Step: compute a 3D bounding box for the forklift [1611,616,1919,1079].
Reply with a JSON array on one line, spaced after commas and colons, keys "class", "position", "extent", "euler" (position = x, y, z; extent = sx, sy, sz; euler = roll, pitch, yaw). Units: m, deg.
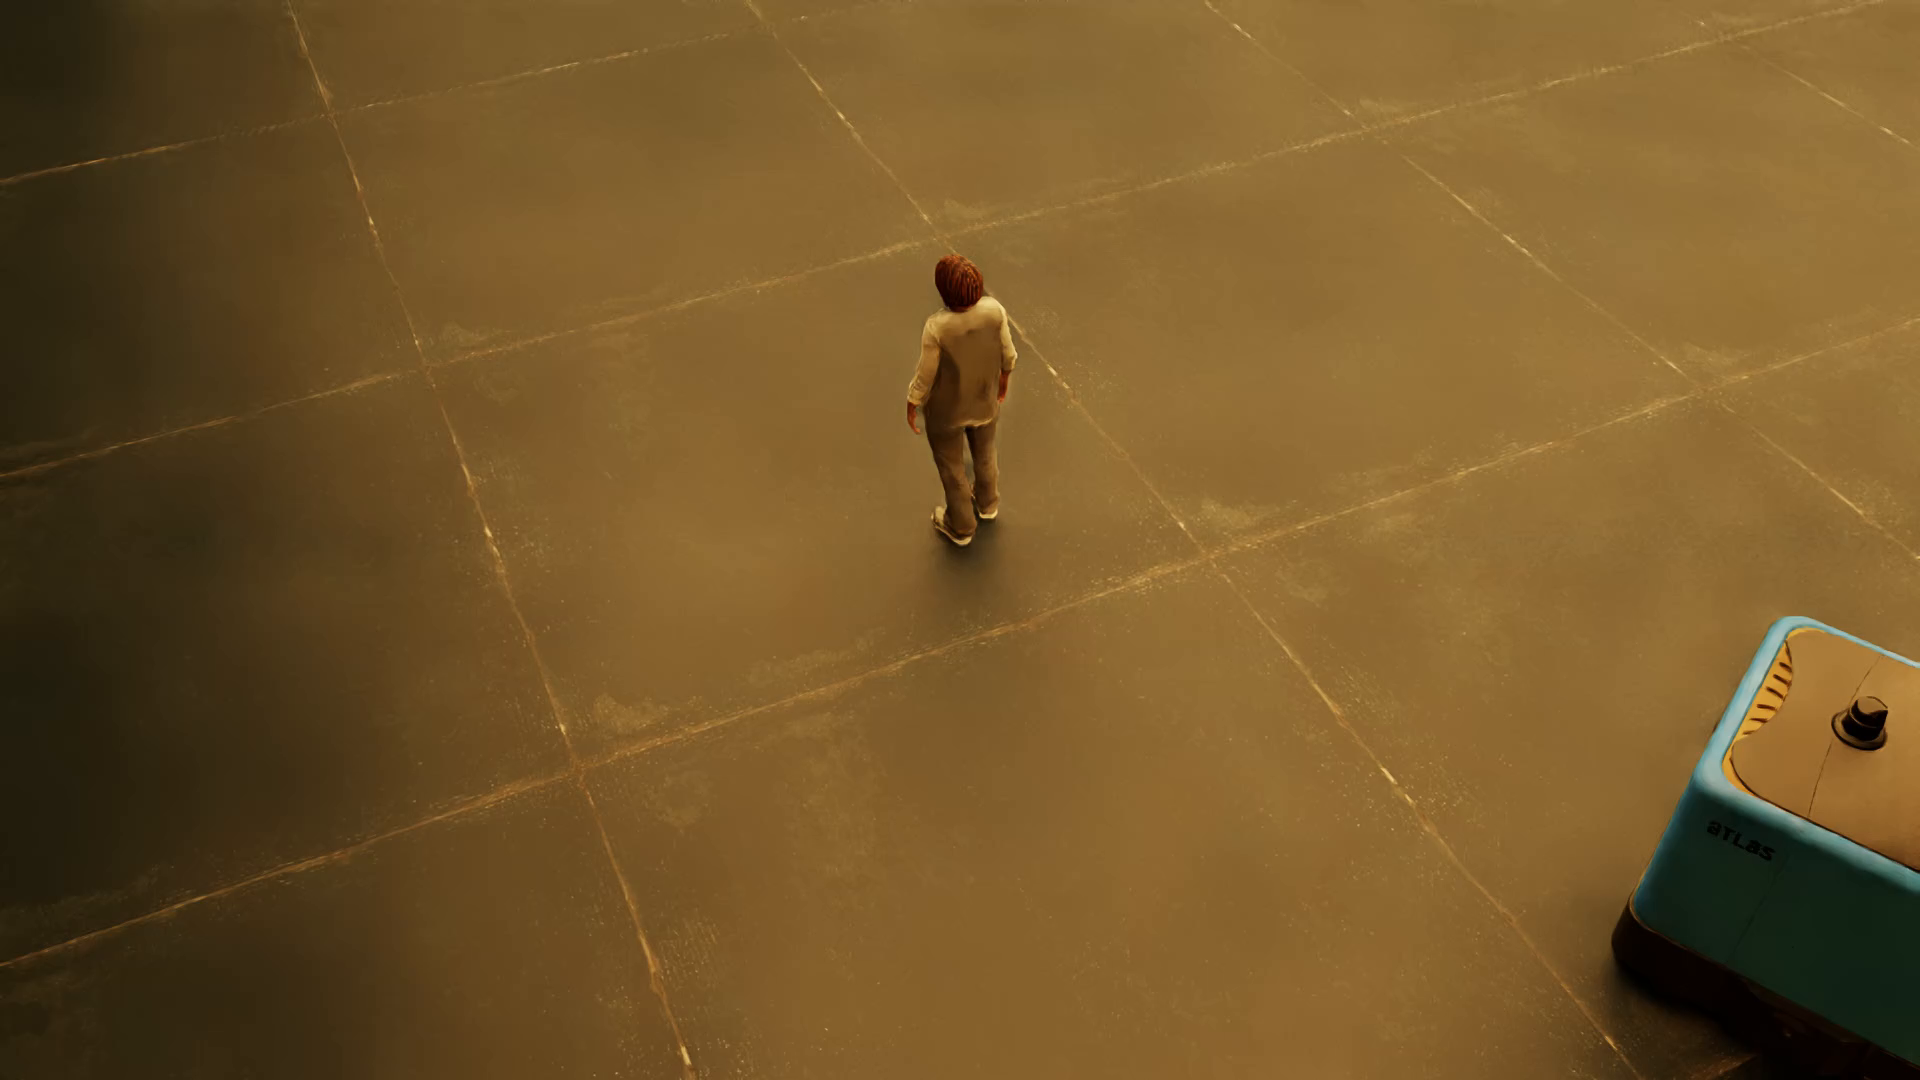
[{"class": "forklift", "position": [3.885, 0.824, 4.797], "extent": [3.031, 2.935, 1.130], "euler": [27, 49, 26]}]

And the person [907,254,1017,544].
[{"class": "person", "position": [-0.018, -0.639, 7.332], "extent": [0.521, 1.597, 0.474], "euler": [-18, 46, -18]}]
